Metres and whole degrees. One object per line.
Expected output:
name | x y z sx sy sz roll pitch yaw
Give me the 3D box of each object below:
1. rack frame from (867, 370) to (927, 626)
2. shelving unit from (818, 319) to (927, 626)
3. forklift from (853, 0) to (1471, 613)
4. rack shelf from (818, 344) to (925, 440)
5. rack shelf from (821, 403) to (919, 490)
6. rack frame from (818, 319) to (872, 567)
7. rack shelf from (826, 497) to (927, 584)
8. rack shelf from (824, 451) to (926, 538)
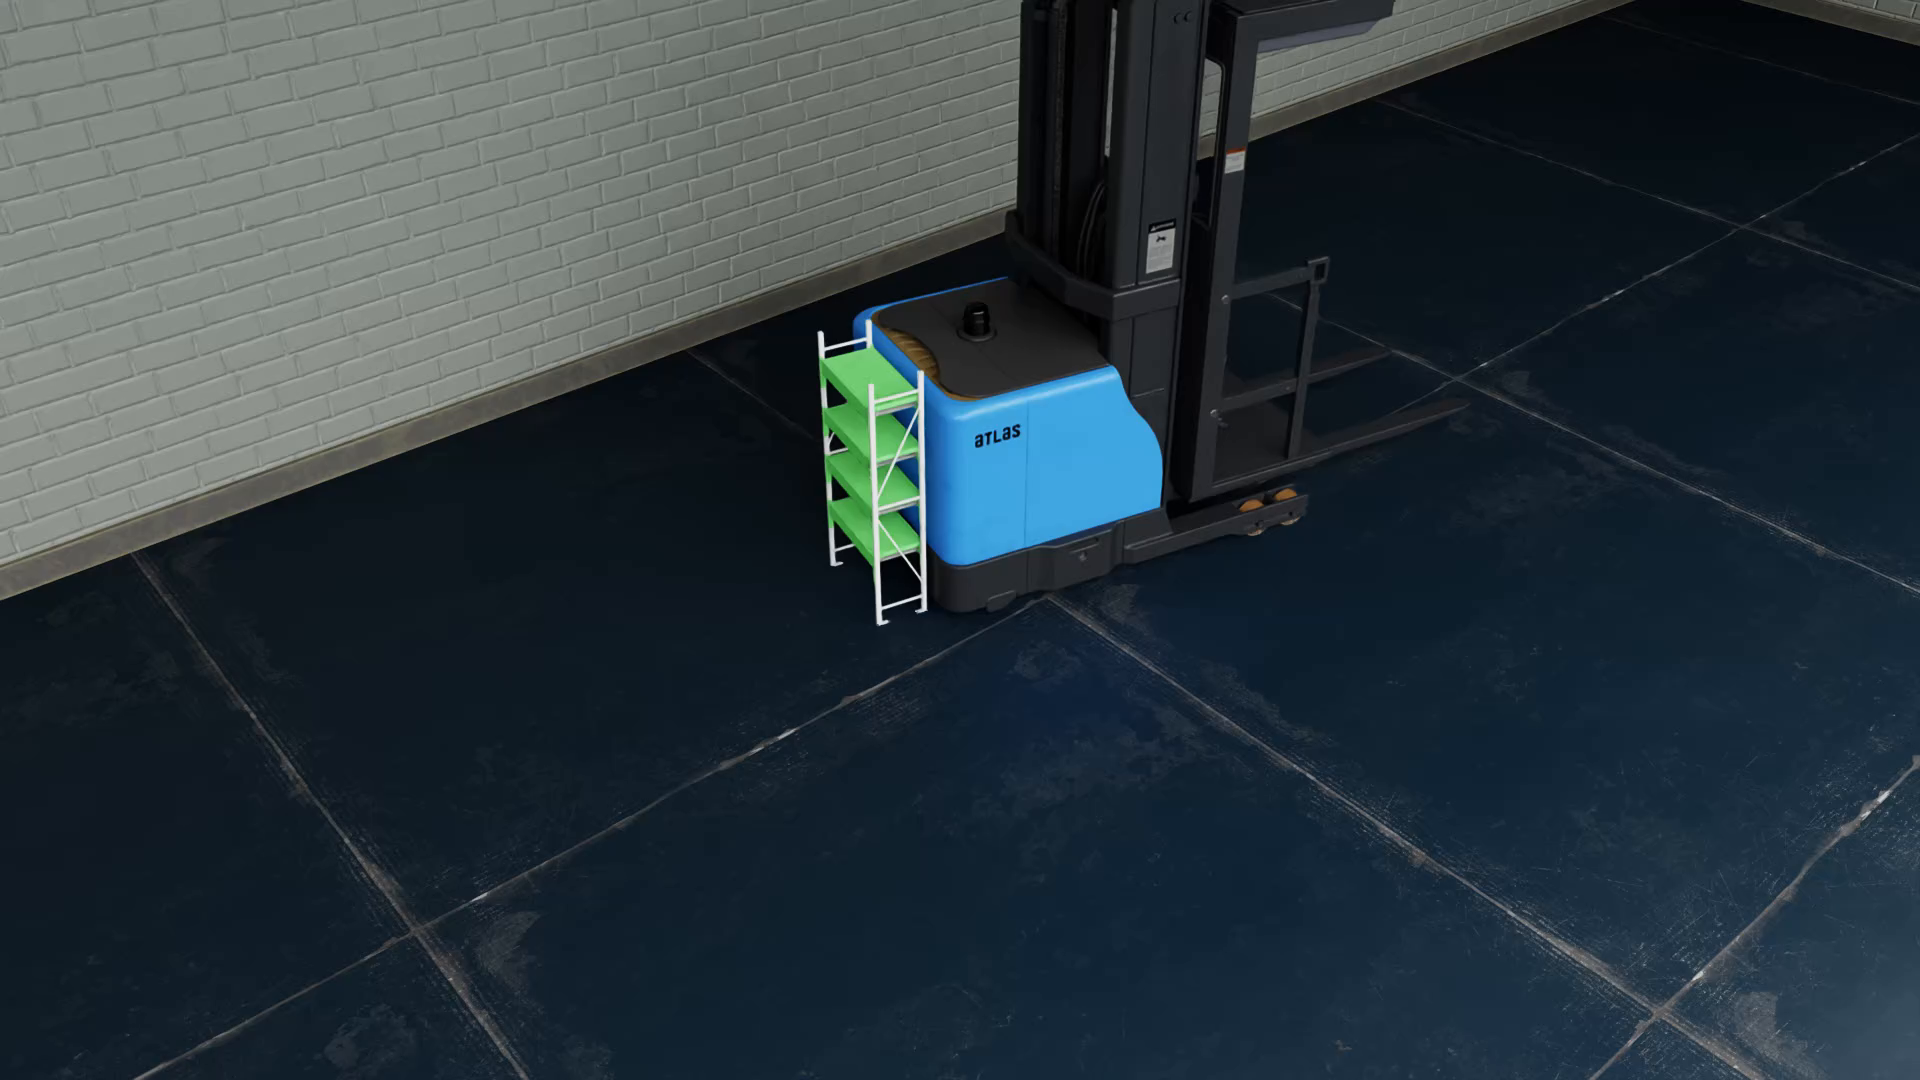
rack frame | -0.254 -0.152 6.926 0.240 1.200 0.015 -17 39 -22
shelving unit | -0.368 -0.277 7.102 0.258 1.200 0.503 -17 39 -22
forklift | 1.063 -1.471 7.291 3.031 2.935 1.130 -17 39 -22
rack shelf | -0.368 -0.616 6.862 0.258 0.148 0.480 -17 39 -22
rack shelf | -0.368 -0.420 7.001 0.258 0.148 0.480 -17 39 -22
rack frame | -0.481 -0.401 7.279 0.240 1.200 0.015 -17 39 -22
rack shelf | -0.368 -0.029 7.278 0.258 0.148 0.480 -17 39 -22
rack shelf | -0.368 -0.224 7.139 0.258 0.148 0.480 -17 39 -22
